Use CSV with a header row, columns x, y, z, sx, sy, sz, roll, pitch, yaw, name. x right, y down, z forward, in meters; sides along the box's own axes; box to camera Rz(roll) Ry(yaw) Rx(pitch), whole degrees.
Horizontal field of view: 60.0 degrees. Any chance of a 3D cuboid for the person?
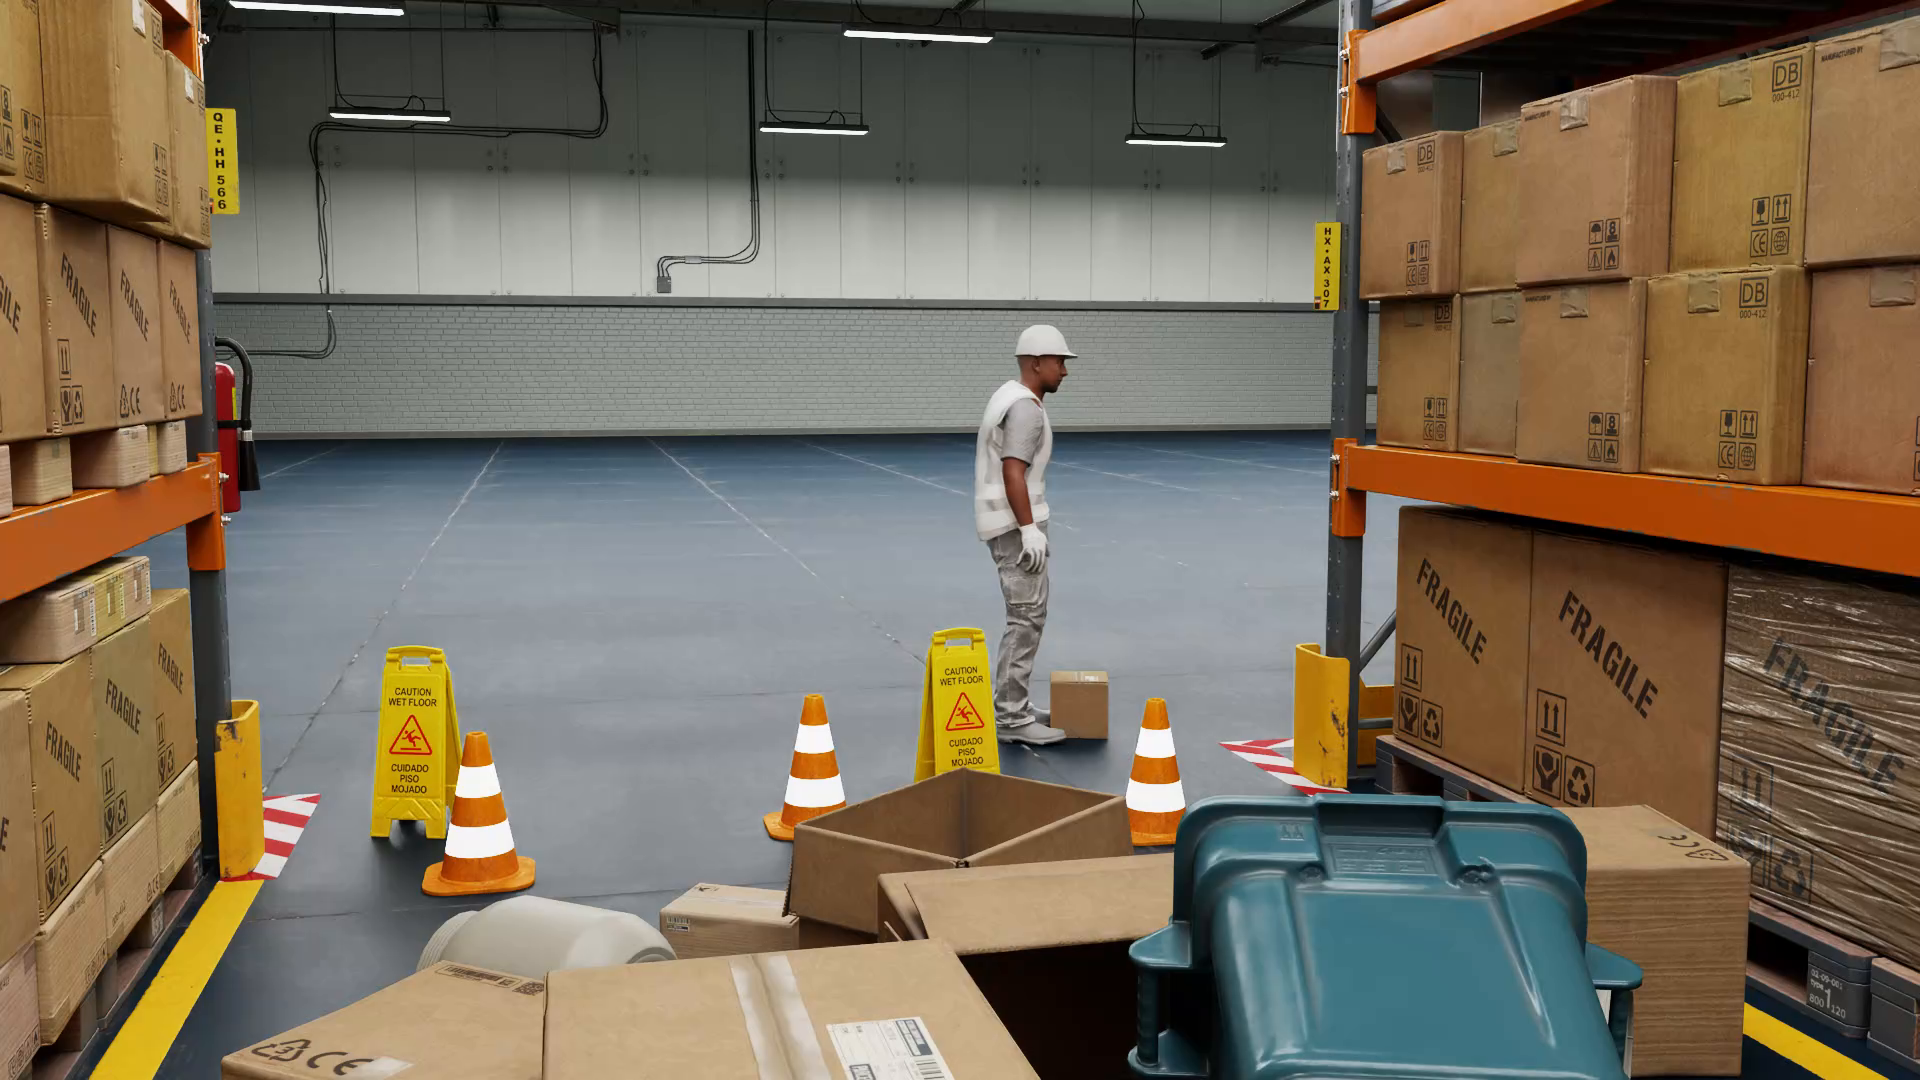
x,y,z,sx,sy,sz,roll,pitch,yaw,name
0.283,-0.037,7.195,0.448,1.773,0.620,0,6,2,person
